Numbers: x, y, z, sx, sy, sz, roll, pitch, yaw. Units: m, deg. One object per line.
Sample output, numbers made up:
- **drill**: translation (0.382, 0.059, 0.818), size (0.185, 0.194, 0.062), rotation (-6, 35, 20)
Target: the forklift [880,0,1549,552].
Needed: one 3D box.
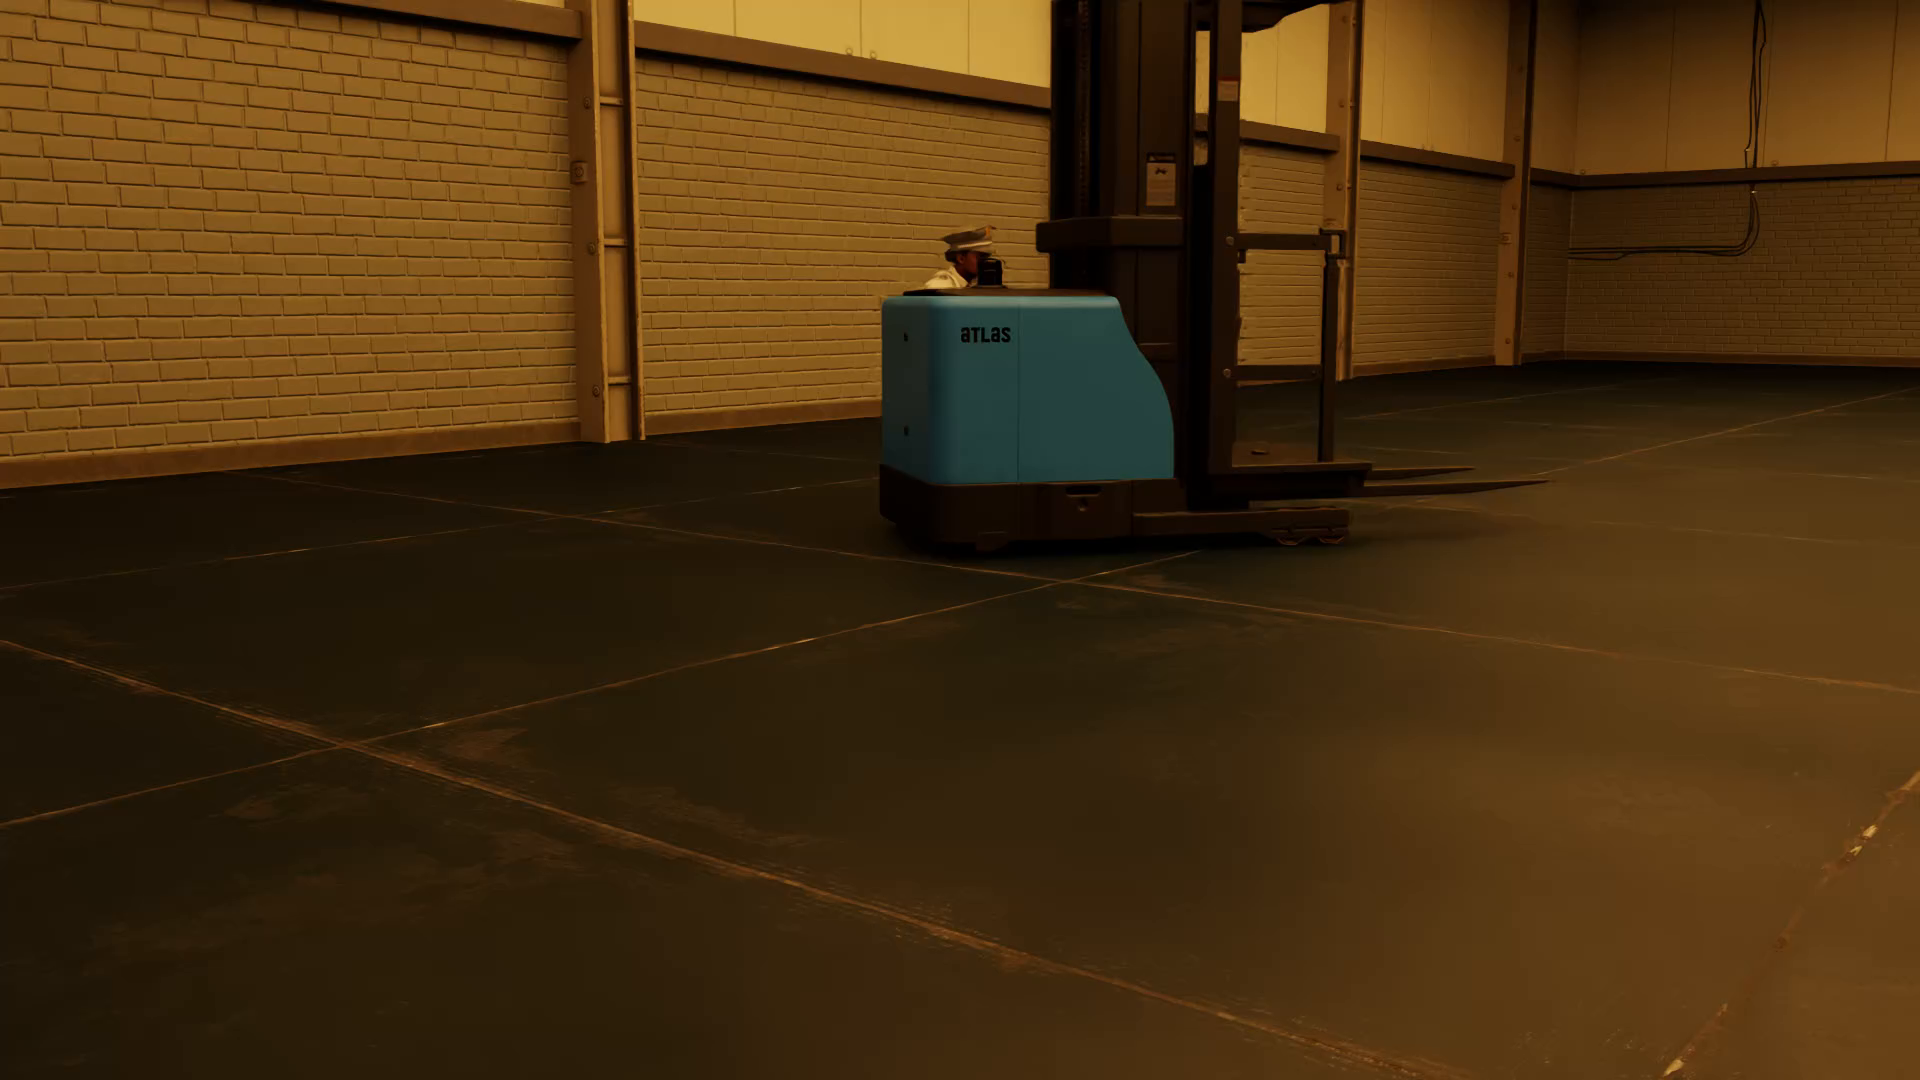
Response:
- **forklift**: translation (1.205, -1.494, 7.489), size (3.031, 2.935, 1.130), rotation (-2, 9, -15)

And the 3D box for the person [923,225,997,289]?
- **person**: translation (0.168, -0.762, 7.952), size (0.832, 1.471, 0.720), rotation (5, 10, 33)
